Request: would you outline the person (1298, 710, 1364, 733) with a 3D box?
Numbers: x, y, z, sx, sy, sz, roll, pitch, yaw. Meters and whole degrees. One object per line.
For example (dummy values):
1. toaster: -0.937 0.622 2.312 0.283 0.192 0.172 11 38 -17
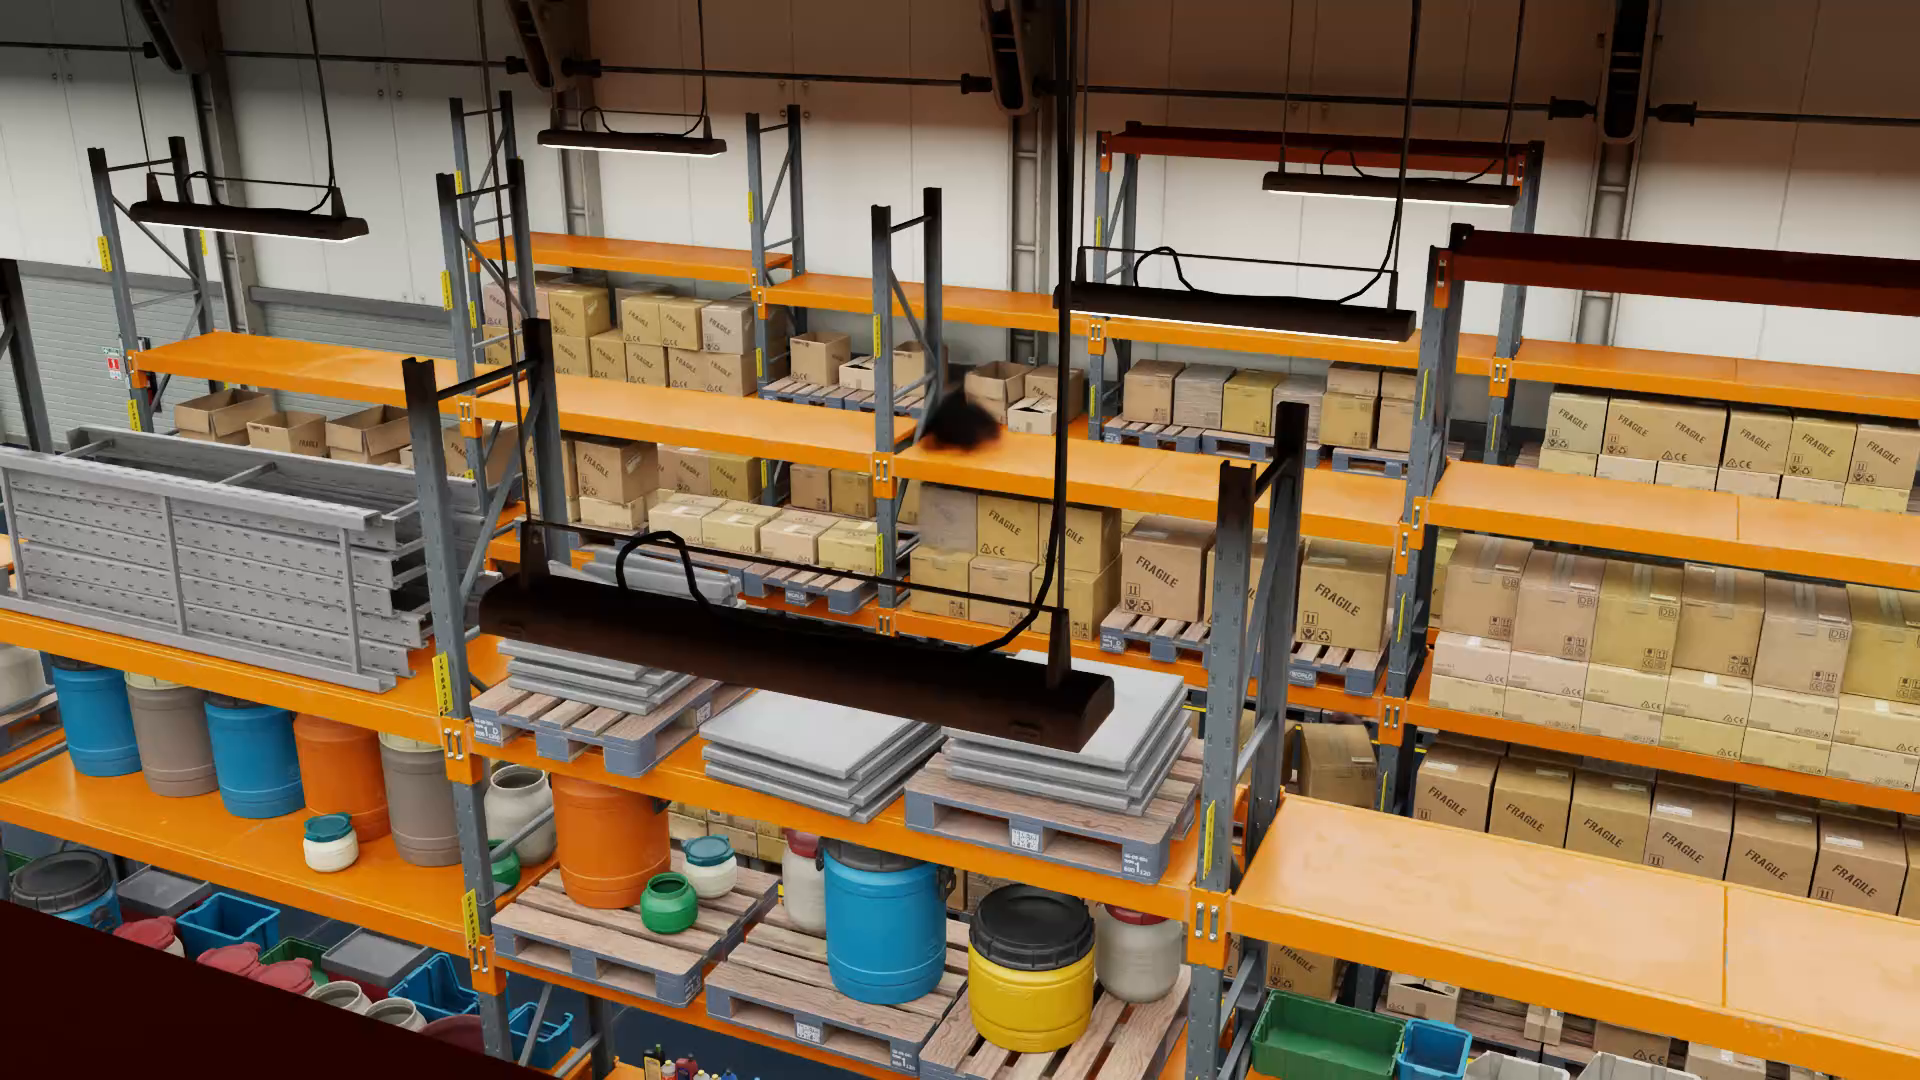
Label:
1. person: 3.387 2.022 14.807 0.848 1.780 0.664 12 24 29
